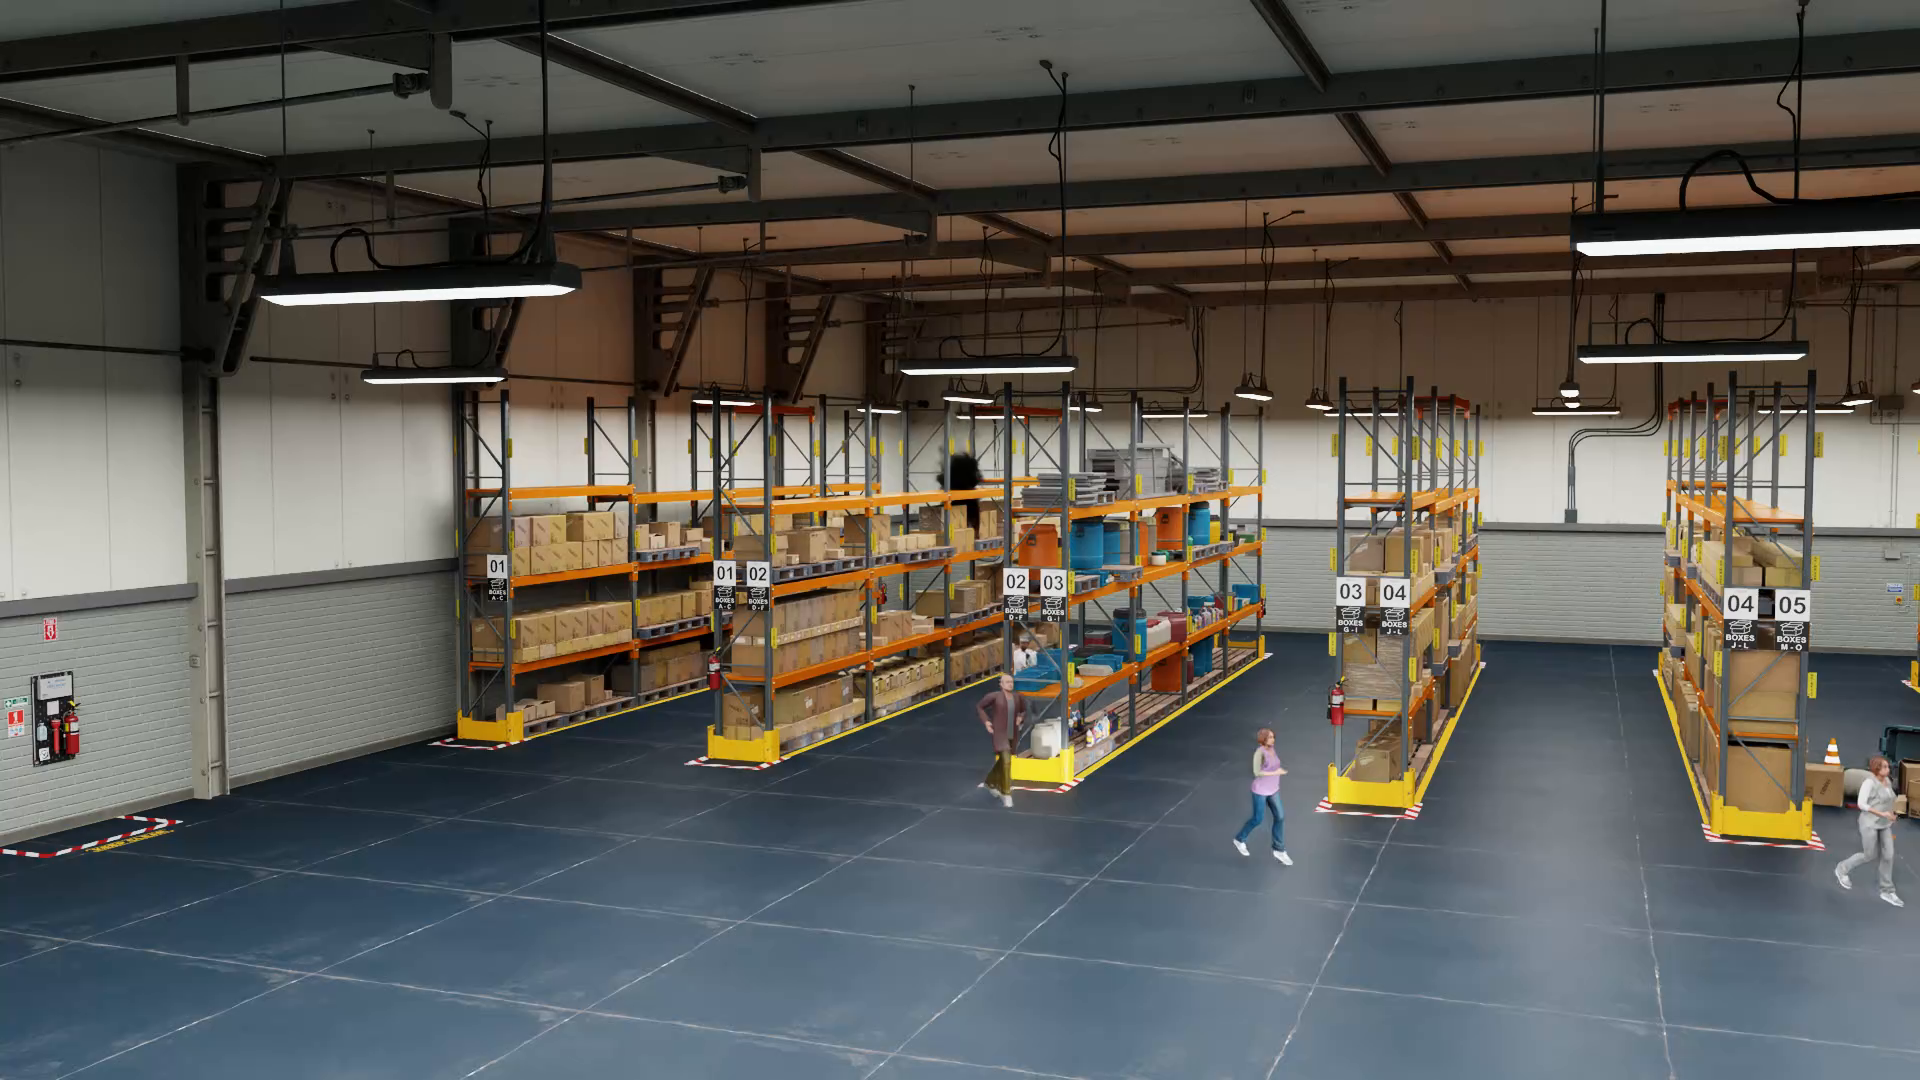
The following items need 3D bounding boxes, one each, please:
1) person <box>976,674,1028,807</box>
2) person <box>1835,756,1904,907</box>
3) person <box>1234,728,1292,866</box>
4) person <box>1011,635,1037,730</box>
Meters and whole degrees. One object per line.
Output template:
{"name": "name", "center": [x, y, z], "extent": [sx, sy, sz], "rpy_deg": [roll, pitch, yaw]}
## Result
{"name": "person", "center": [0.635, 2.830, 23.579], "extent": [0.733, 1.864, 0.792], "rpy_deg": [-2, 4, -31]}
{"name": "person", "center": [10.131, 3.187, 18.456], "extent": [0.563, 1.610, 0.776], "rpy_deg": [-1, 3, -25]}
{"name": "person", "center": [3.665, 3.078, 20.126], "extent": [0.772, 1.630, 0.576], "rpy_deg": [3, 4, 43]}
{"name": "person", "center": [1.138, 2.512, 29.633], "extent": [0.583, 1.675, 0.904], "rpy_deg": [1, 3, 17]}
